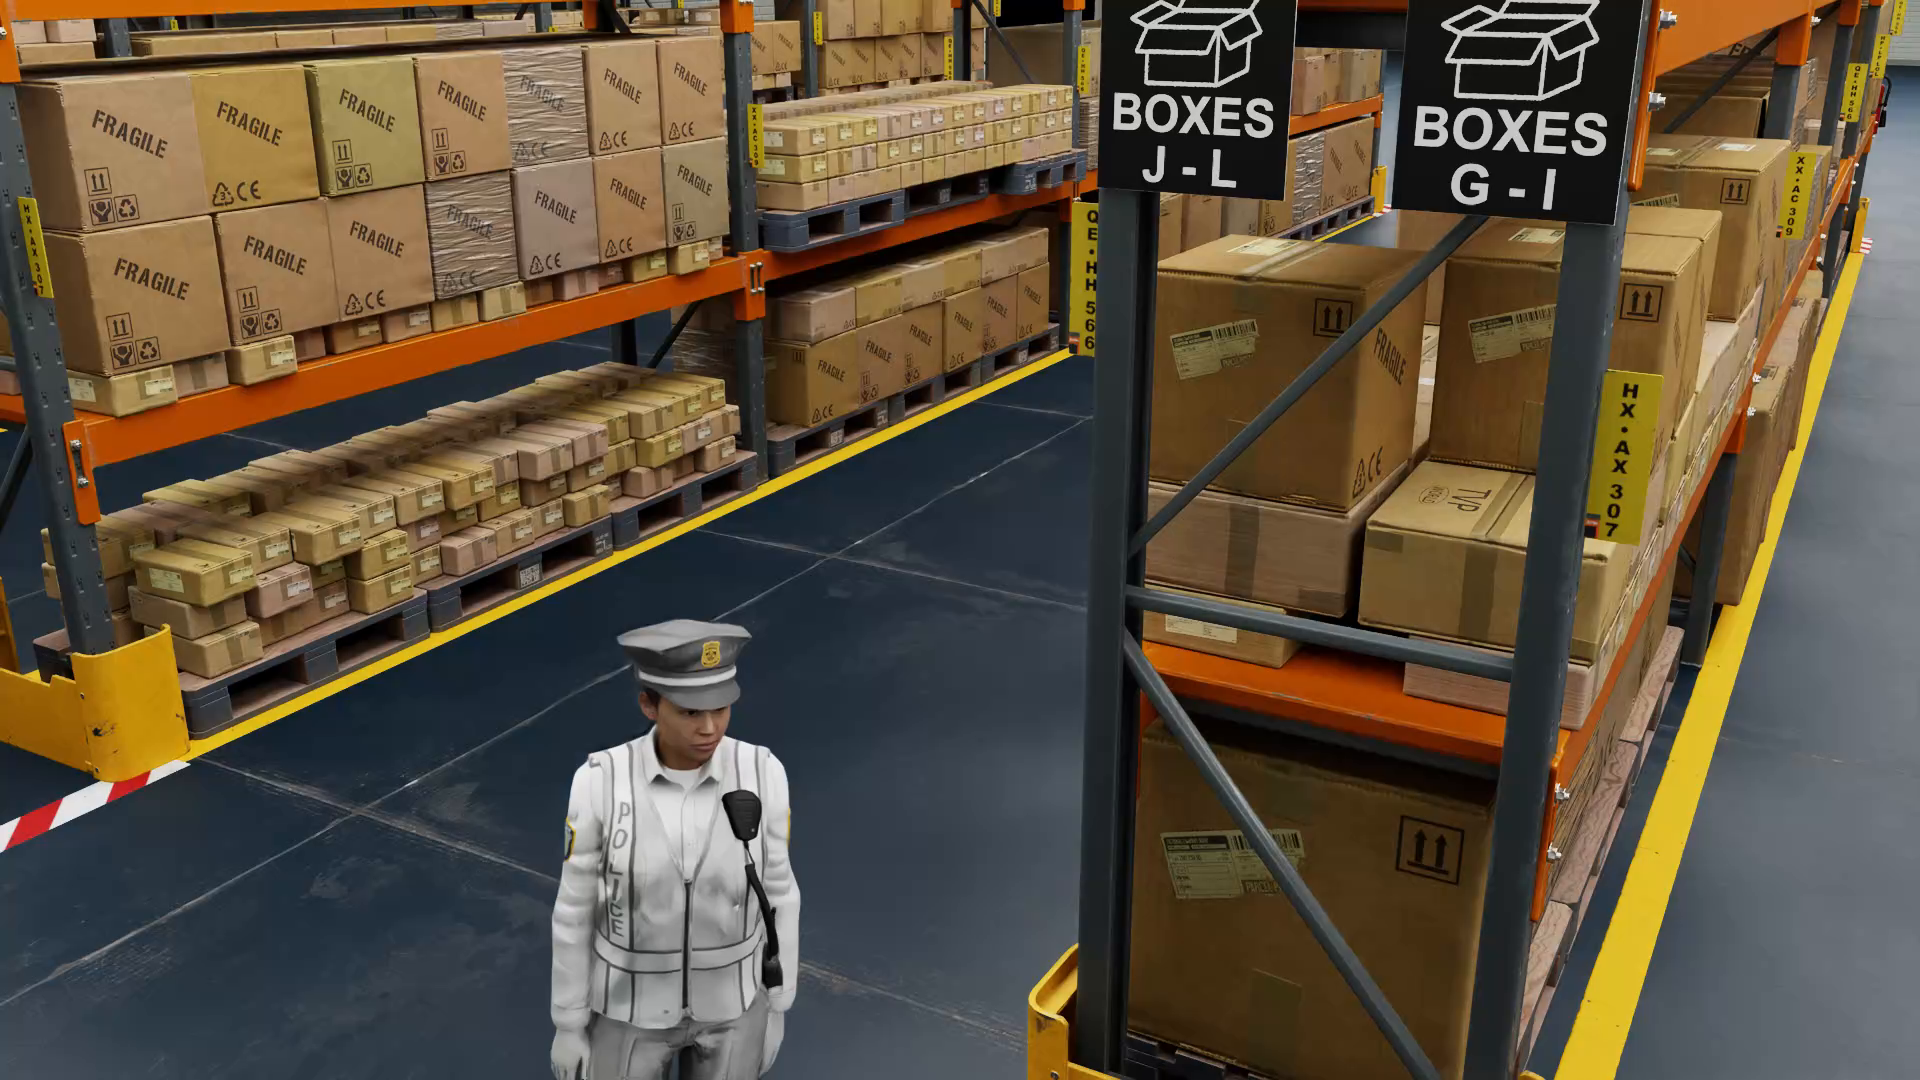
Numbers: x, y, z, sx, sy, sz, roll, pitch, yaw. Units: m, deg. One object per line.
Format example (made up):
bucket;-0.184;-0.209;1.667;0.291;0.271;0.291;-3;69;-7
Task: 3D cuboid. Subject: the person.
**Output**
person;-0.579;0.936;3.370;0.502;1.658;0.534;-4;20;-12
